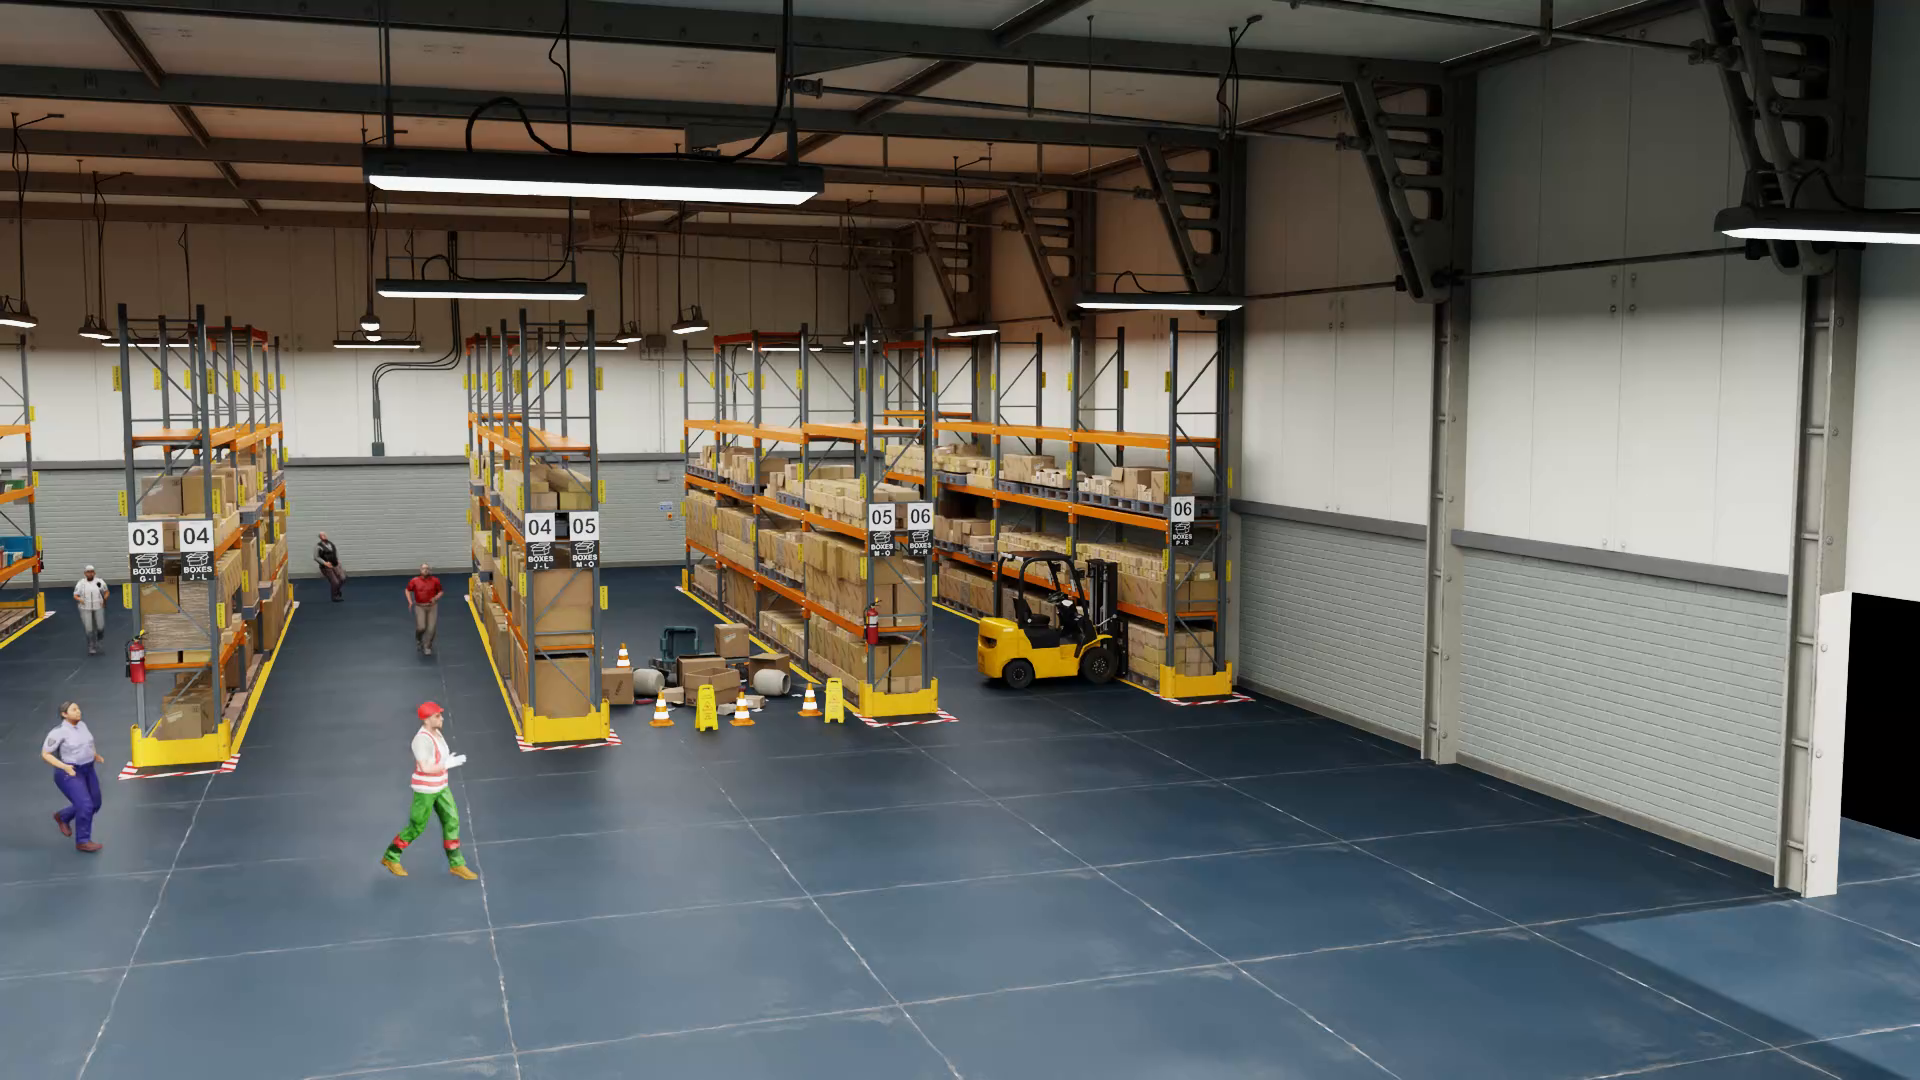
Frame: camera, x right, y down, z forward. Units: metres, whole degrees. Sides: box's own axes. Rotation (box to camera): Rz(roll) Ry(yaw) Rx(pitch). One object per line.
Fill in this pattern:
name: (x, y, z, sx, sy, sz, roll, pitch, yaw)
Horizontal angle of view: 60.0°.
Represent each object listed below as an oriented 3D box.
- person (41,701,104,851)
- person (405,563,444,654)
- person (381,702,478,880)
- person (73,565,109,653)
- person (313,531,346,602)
person: (-9.526, 2.522, 17.840, 0.687, 1.589, 0.613, 1, 6, 13)
person: (-9.780, 1.270, 30.454, 0.652, 1.676, 0.592, -2, 6, -25)
person: (-5.321, 2.505, 16.626, 0.964, 1.800, 0.659, 1, 5, 6)
person: (-16.015, 1.282, 30.698, 0.598, 1.621, 0.557, -3, 6, -30)
person: (-14.243, 0.617, 37.632, 0.551, 1.643, 0.698, 3, 6, 30)
